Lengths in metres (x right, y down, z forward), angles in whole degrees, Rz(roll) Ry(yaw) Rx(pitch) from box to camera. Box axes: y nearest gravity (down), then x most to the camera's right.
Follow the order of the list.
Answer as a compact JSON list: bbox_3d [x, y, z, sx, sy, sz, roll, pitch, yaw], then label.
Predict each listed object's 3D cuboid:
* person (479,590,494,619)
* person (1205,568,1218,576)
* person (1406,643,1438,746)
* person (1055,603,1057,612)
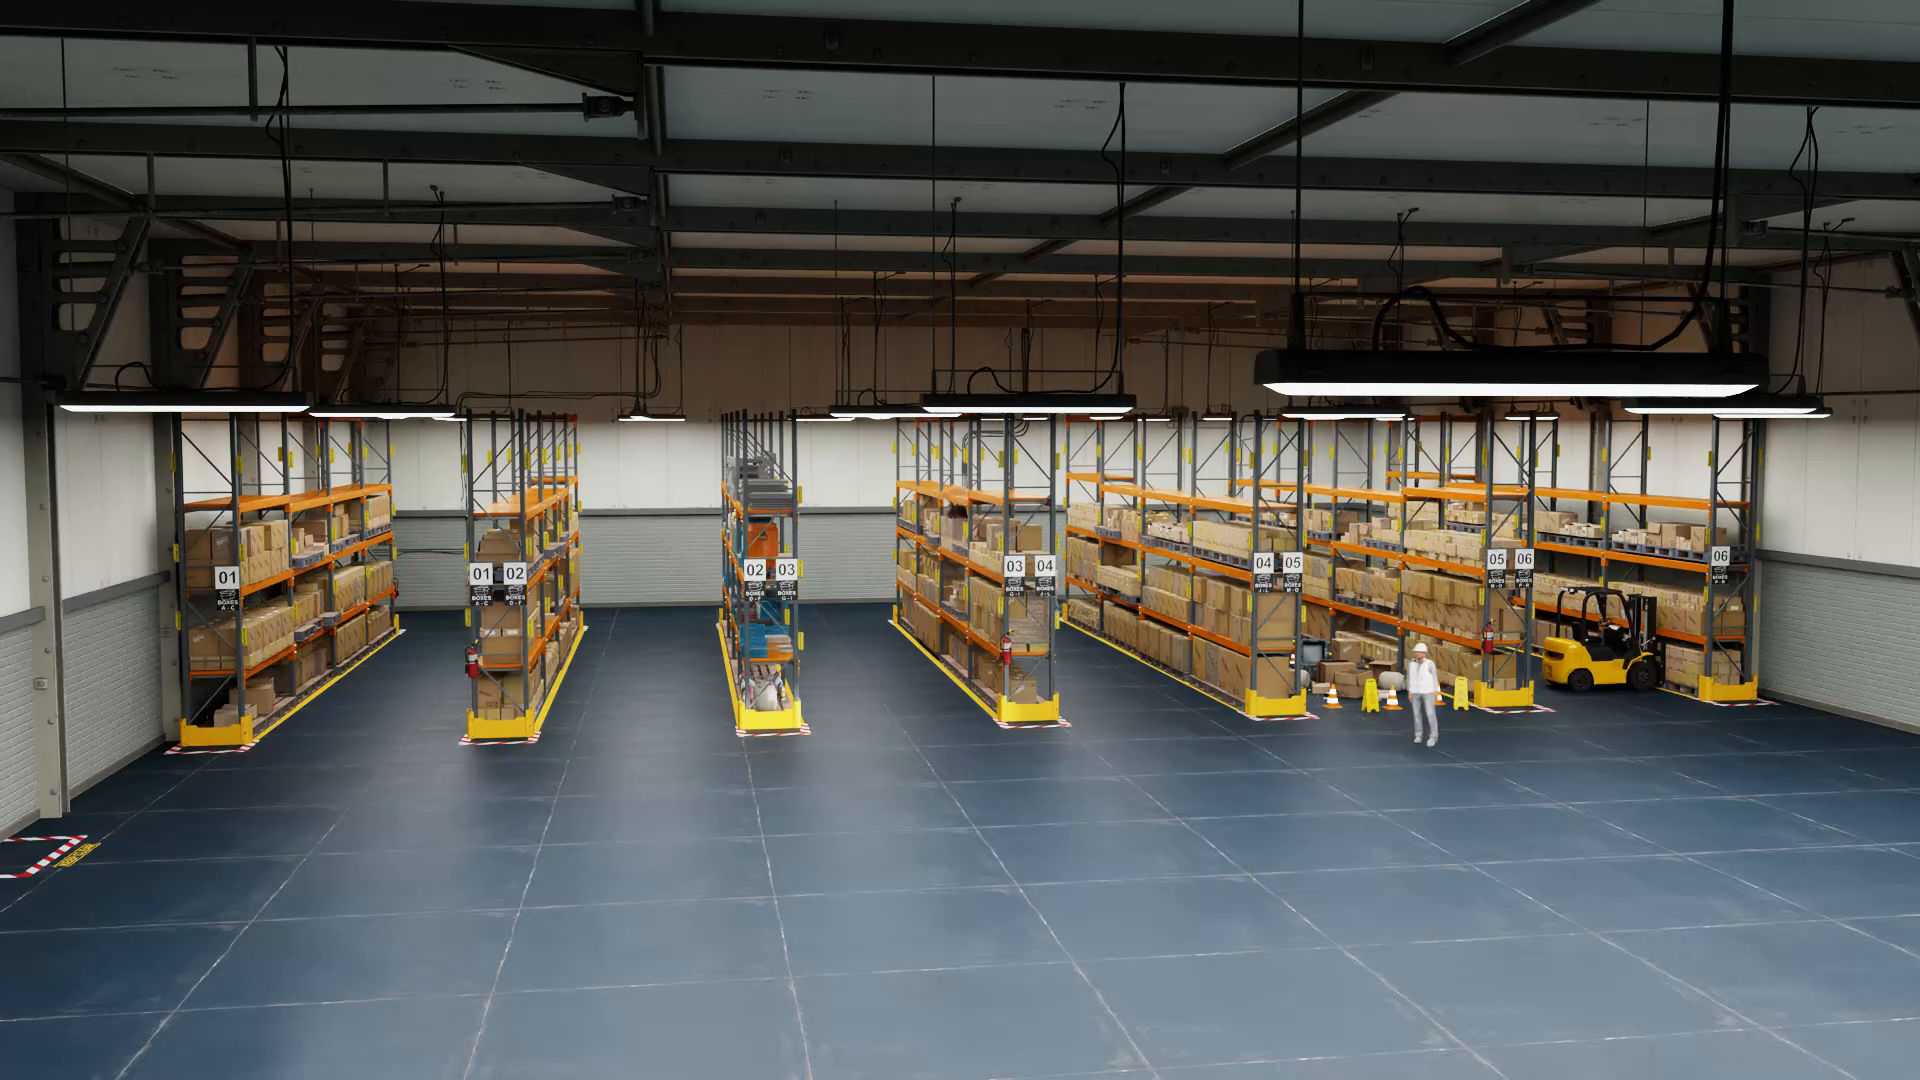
[{"bbox_3d":[-13.302,1.561,46.851,0.540,1.755,0.656,-1,4,-10],"label":"person"},{"bbox_3d":[7.814,1.306,51.917,0.542,1.626,0.384,-1,4,-20],"label":"person"},{"bbox_3d":[8.288,2.753,29.846,0.621,1.785,0.452,3,5,36],"label":"person"},{"bbox_3d":[2.569,1.441,49.534,0.463,1.634,0.695,4,5,43],"label":"person"}]
